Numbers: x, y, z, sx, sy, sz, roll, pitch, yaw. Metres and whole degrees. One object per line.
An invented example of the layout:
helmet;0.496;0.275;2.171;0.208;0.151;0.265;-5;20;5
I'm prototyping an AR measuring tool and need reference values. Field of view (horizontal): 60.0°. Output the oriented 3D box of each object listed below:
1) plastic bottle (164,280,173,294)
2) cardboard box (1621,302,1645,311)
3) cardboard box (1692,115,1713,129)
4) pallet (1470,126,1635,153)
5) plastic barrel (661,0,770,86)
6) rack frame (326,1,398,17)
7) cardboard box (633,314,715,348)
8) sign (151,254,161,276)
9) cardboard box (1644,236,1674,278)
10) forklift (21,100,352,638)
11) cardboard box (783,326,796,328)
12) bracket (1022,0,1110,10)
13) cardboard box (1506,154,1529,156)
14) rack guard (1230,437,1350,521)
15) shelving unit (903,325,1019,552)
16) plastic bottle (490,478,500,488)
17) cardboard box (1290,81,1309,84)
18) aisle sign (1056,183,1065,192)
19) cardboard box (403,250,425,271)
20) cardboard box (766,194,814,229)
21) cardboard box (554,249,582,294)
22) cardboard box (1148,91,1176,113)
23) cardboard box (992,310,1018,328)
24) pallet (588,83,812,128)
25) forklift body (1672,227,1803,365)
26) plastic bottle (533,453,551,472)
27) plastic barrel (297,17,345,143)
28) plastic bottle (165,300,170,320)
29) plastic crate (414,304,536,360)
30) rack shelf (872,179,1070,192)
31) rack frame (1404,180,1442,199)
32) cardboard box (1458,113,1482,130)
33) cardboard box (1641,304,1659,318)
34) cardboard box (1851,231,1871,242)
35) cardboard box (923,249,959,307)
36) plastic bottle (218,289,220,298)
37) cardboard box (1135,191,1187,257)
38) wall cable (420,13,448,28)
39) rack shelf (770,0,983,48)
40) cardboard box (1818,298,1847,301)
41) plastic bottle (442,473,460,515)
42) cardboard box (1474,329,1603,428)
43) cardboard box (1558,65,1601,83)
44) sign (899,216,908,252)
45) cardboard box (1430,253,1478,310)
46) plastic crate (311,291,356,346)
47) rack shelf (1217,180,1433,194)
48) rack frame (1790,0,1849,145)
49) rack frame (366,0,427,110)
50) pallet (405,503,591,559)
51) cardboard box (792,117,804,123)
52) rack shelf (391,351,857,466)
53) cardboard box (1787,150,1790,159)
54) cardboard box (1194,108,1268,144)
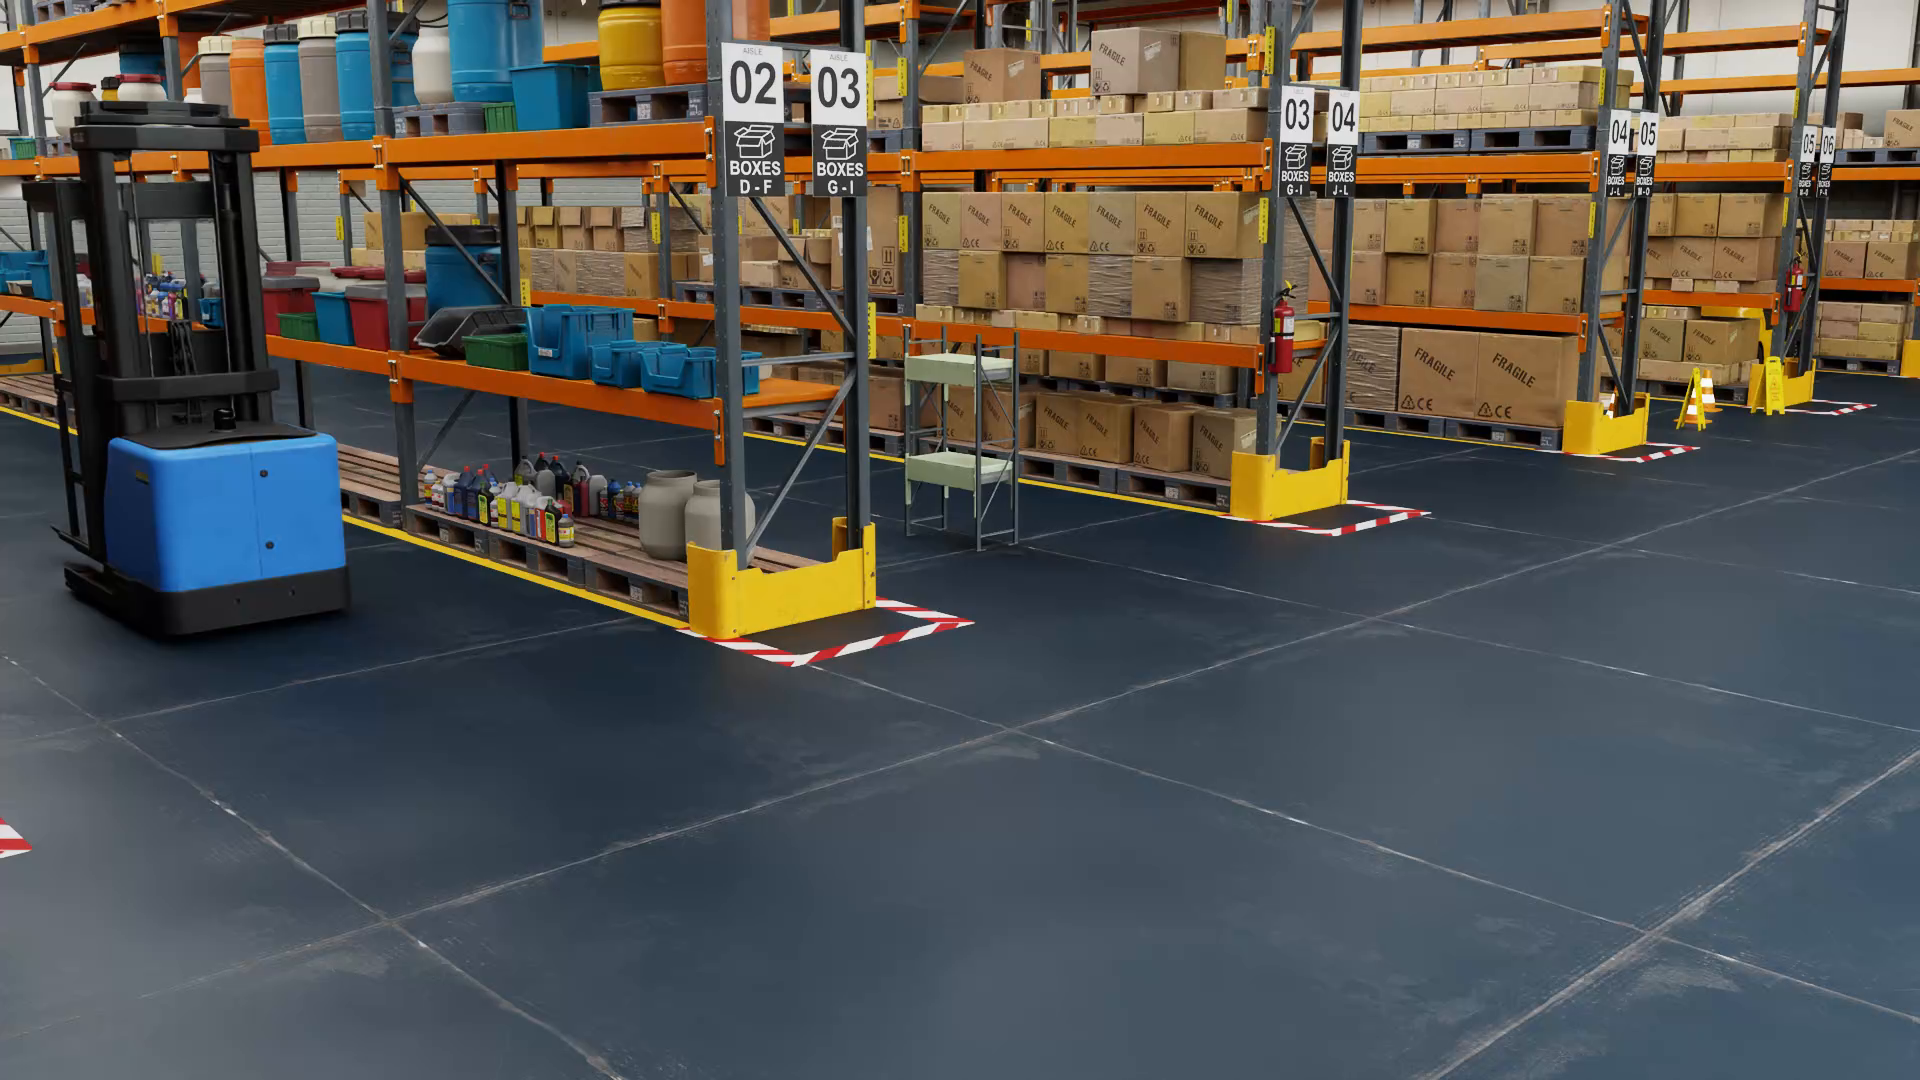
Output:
plastic bottle;-8.099;-2.522;17.037;0.097;0.271;0.097;0;12;0
cardboard box;10.272;-3.477;26.199;0.875;0.625;0.625;-10;15;-40
cardboard box;8.891;-4.951;19.720;0.380;0.149;0.250;-11;16;-42
pallet;5.786;-3.912;16.251;1.003;0.211;1.213;-11;16;-43
plastic barrel;-1.361;-2.951;9.263;0.600;0.830;0.708;-11;16;-43
rack frame;-8.401;-6.976;23.472;1.000;3.000;0.127;-11;16;-43
cardboard box;-3.338;-2.139;19.085;0.875;0.875;1.225;11;16;43
sign;-8.822;-2.976;18.236;0.100;0.325;0.005;-11;16;-43
cardboard box;8.556;-3.466;20.318;0.500;0.500;0.500;-11;16;-43
forklift;-4.906;-1.135;10.159;1.130;2.935;3.031;-10;15;-41
cardboard box;-2.416;-3.247;24.788;0.380;0.149;0.250;-10;15;-41
bracket;2.965;-10.843;33.320;0.076;0.066;4.783;-11;16;-43
cardboard box;7.230;-4.888;21.390;0.380;0.149;0.250;-11;16;-42
rack guard;2.596;-0.490;13.049;1.175;0.500;0.348;-11;16;-43
shelving unit;0.005;-0.734;11.755;0.431;1.500;0.755;-11;16;-43
plastic bottle;-3.251;-0.296;11.584;0.097;0.271;0.097;0;12;0
cardboard box;3.726;-4.817;17.781;0.380;0.149;0.250;-11;16;-43
aisle sign;2.094;-7.353;33.727;0.394;0.787;0.004;-11;16;-43
cardboard box;-7.193;-3.778;22.451;0.500;0.250;0.500;-11;16;-44
cardboard box;-2.502;-4.846;24.536;0.500;0.500;0.500;11;16;43
cardboard box;-4.448;-3.180;19.666;0.500;0.500;0.500;-10;16;-41
cardboard box;1.677;-3.403;12.946;0.380;0.149;0.250;-11;16;-42
cardboard box;0.495;-1.942;14.526;0.380;0.149;0.250;-11;16;-43
pallet;-1.434;-2.524;9.761;1.003;0.211;1.213;-11;16;-43
forklift body;10.774;-3.383;23.001;2.313;2.155;1.214;-11;16;-43
plastic bottle;-3.043;-0.461;12.188;0.185;0.351;0.144;11;16;44
plastic barrel;-4.656;-3.450;12.550;0.600;0.901;0.600;0;12;0
plastic bottle;-7.272;-2.136;15.335;0.097;0.201;0.097;0;12;0
plastic crate;-3.427;-1.472;11.776;0.767;0.338;0.504;-11;16;-43
rack shelf;0.148;-6.244;29.133;1.077;0.370;4.000;-11;16;-43
rack frame;7.879;-4.944;28.473;1.000;3.000;0.127;-11;16;-43
cardboard box;5.128;-4.130;16.424;0.380;0.149;0.250;-11;16;-43
cardboard box;8.420;-2.828;20.514;0.380;0.149;0.250;-10;15;-40
cardboard box;12.628;-4.234;23.173;0.380;0.149;0.250;-11;16;-42
cardboard box;0.152;-2.407;15.176;0.875;0.500;0.500;-11;16;-43
plastic bottle;-7.289;-2.406;16.446;0.061;0.283;0.133;-11;16;-43
cardboard box;1.740;-2.505;13.175;0.500;0.500;0.500;-11;16;-43
wall cable;-9.813;-9.857;29.484;2.277;5.999;0.120;-11;16;-43
rack shelf;-1.495;-4.969;16.501;1.077;0.370;4.000;-11;16;-43
cardboard box;12.523;-3.368;24.121;0.500;0.250;0.500;-11;16;-43
plastic bottle;-3.550;-0.327;11.724;0.152;0.276;0.135;-10;15;-41
cardboard box;5.789;-1.634;16.634;0.875;0.875;0.875;-11;16;-42
cardboard box;5.827;-4.372;15.625;0.380;0.149;0.250;-11;16;-42
sign;-0.513;-2.776;15.082;0.100;0.325;0.005;-11;16;-43
cardboard box;5.325;-2.677;17.100;0.875;0.550;0.550;-11;16;-43
plastic crate;-4.683;-1.706;12.799;0.392;0.384;0.575;-11;16;-43
rack shelf;6.497;-6.352;29.659;1.077;0.370;4.000;-11;16;-43
rack frame;9.816;-6.022;18.840;1.000;3.000;0.127;-11;16;-43
rack frame;-3.696;-4.535;11.621;1.000;3.000;0.127;-11;16;-43
pallet;-3.263;-0.127;12.004;1.003;0.211;1.213;-11;16;-43
cardboard box;-1.481;-4.107;16.516;0.250;0.166;0.380;11;16;44
rack shelf;-2.315;-0.952;10.882;1.077;0.370;4.000;-11;16;-43
cardboard box;9.822;-4.524;19.623;0.380;0.149;0.250;-11;16;-42
cardboard box;2.132;-3.133;12.625;0.500;0.250;0.500;-10;16;-41
